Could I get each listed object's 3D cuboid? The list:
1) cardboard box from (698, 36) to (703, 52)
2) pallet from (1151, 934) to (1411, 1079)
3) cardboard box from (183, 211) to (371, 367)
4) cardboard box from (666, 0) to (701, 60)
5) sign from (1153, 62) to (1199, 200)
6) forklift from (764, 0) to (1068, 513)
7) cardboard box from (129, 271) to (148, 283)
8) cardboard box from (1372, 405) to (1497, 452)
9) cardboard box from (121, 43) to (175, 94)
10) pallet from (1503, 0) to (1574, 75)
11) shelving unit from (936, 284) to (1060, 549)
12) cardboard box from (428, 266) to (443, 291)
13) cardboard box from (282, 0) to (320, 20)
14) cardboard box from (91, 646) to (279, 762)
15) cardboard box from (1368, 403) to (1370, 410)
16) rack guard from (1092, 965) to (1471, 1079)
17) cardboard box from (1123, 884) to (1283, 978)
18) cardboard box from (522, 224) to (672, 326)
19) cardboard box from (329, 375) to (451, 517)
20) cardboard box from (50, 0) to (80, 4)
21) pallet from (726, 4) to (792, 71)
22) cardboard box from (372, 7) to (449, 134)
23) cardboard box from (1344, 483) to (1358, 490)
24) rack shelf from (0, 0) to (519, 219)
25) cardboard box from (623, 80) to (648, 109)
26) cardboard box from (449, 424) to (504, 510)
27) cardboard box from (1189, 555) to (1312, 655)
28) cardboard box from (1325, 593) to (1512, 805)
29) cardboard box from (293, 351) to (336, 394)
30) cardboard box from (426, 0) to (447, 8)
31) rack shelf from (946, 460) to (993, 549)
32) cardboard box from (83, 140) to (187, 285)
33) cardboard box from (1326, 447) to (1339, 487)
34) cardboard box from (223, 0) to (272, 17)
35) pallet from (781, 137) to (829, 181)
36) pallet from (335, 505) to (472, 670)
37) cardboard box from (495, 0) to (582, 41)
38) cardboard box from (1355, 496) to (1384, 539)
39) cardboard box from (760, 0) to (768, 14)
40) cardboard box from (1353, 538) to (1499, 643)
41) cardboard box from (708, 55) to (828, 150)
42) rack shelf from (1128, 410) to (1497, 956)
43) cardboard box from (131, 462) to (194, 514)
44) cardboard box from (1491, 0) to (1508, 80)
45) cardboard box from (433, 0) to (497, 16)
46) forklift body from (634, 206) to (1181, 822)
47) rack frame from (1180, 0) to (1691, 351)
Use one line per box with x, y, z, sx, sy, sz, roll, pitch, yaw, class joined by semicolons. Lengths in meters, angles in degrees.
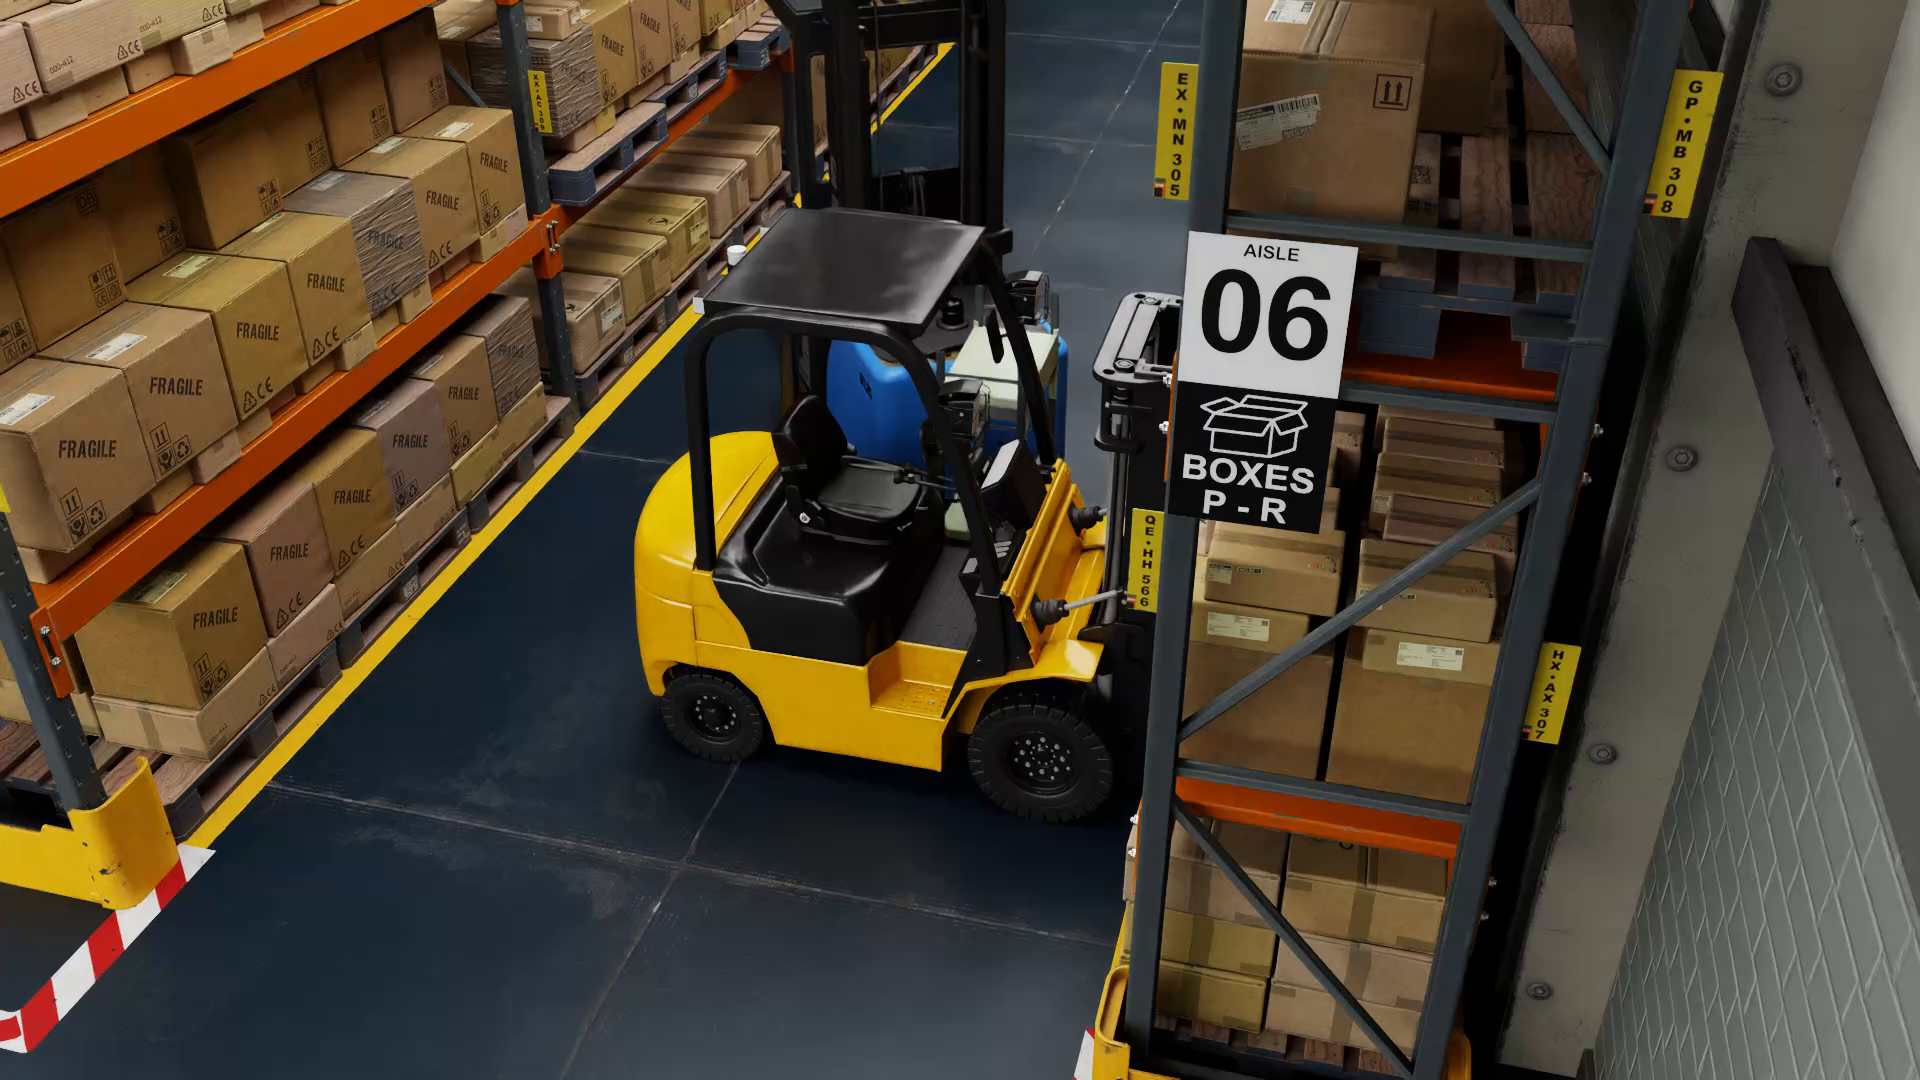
-1.924;-3.292;10.975;0.380;0.149;0.250;8;33;13;cardboard box
1.190;1.503;6.189;1.003;0.211;1.213;8;33;12;pallet
-3.000;-1.119;7.344;0.500;0.500;0.500;7;33;11;cardboard box
-1.969;-3.353;10.466;0.500;0.500;0.500;7;33;10;cardboard box
0.515;-0.958;3.914;0.100;0.325;0.005;8;33;12;sign
-0.394;-1.968;9.113;1.130;2.935;3.031;-10;34;-16;forklift
-3.633;-0.950;7.078;0.500;0.500;0.500;8;33;12;cardboard box
1.600;-0.394;5.599;0.380;0.149;0.250;9;34;14;cardboard box
-3.185;-1.784;6.199;0.380;0.149;0.250;7;33;11;cardboard box
1.860;-2.129;6.590;1.003;0.211;1.213;8;33;12;pallet
0.181;-0.352;7.906;0.431;1.500;0.755;8;33;12;shelving unit
-2.813;-1.324;8.271;0.380;0.149;0.250;8;33;12;cardboard box
-2.959;-2.320;7.042;0.380;0.149;0.250;9;33;13;cardboard box
-3.294;0.657;7.092;0.500;0.250;0.500;8;33;12;cardboard box
1.949;-0.595;6.797;0.500;0.500;0.500;7;33;11;cardboard box
1.030;1.796;5.458;1.175;0.500;0.348;8;33;12;rack guard
0.857;1.206;5.763;0.500;0.250;0.500;8;33;12;cardboard box
-2.441;-1.735;10.741;0.950;0.372;0.625;10;34;15;cardboard box
-2.897;-0.481;8.184;0.500;0.500;0.500;10;34;15;cardboard box
-3.171;-1.972;5.751;0.380;0.149;0.250;8;33;12;cardboard box
-1.814;-3.631;11.845;1.213;0.211;1.003;8;33;12;pallet
-3.072;-2.411;8.445;0.700;0.500;0.500;8;33;12;cardboard box
1.177;-0.138;6.078;0.500;0.500;0.500;7;33;11;cardboard box
-3.259;-1.945;6.888;1.077;0.370;4.000;8;33;12;rack shelf
-2.129;-2.749;10.121;0.380;0.149;0.250;9;33;13;cardboard box
-2.766;-0.416;8.781;0.500;0.250;0.500;7;33;11;cardboard box
0.853;0.195;4.950;0.380;0.149;0.250;8;33;13;cardboard box
1.430;0.468;5.125;0.500;0.500;0.500;9;34;14;cardboard box
-3.037;-0.789;7.429;0.380;0.149;0.250;7;33;11;cardboard box
-5.479;-5.497;16.540;0.500;0.500;0.500;7;33;11;cardboard box
0.181;-0.077;8.080;0.431;0.370;0.720;8;33;12;rack shelf
-3.682;-1.370;6.806;0.700;0.500;0.500;8;33;12;cardboard box
0.996;-0.199;5.292;0.380;0.149;0.250;9;33;13;cardboard box
-2.987;-2.292;6.626;0.500;0.250;0.500;9;33;13;cardboard box
-1.463;-3.318;13.773;1.003;0.211;1.213;8;33;12;pallet
-3.195;0.145;8.326;1.003;0.211;1.213;8;33;12;pallet
-2.290;-2.835;9.047;0.380;0.149;0.250;8;33;12;cardboard box
1.445;0.005;5.249;0.380;0.149;0.250;7;33;12;cardboard box
-1.590;-3.816;11.800;0.380;0.149;0.250;9;33;13;cardboard box
1.328;0.142;4.755;0.380;0.149;0.250;7;33;11;cardboard box
-1.480;-3.724;13.401;0.875;0.875;0.875;8;33;12;cardboard box
1.544;-0.005;6.633;1.077;0.370;4.000;8;33;12;rack shelf
-3.284;-0.247;6.576;0.380;0.149;0.250;7;33;11;cardboard box
1.455;-1.879;5.533;0.797;0.503;0.637;9;34;14;cardboard box
-2.731;-2.894;9.744;0.500;0.500;0.500;8;33;13;cardboard box
-0.247;-0.145;6.974;2.313;2.155;1.214;8;33;12;forklift body
1.036;-1.803;3.198;1.000;3.000;0.127;8;33;12;rack frame
